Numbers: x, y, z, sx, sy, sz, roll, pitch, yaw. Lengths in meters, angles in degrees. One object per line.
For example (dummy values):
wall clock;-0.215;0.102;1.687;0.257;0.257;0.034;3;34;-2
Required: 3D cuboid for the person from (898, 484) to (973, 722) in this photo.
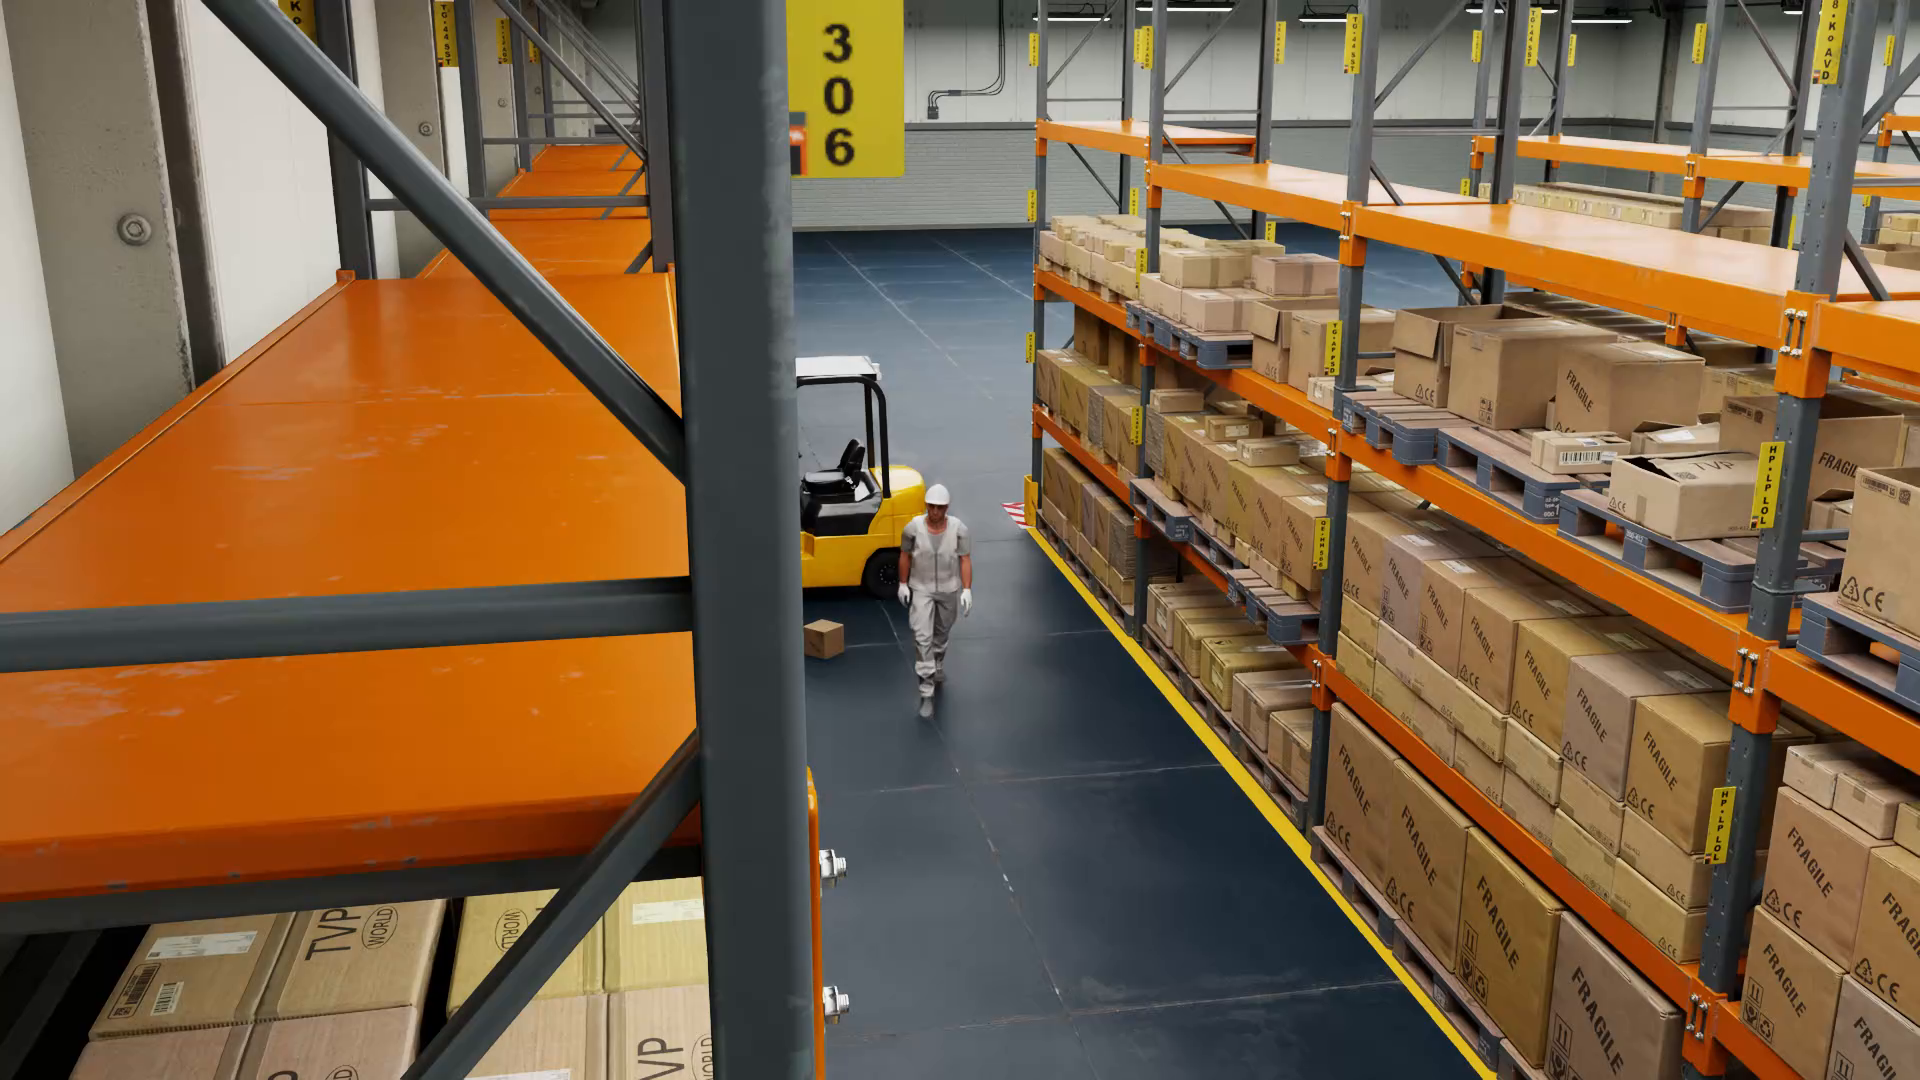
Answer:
person;-0.192;0.416;13.069;0.563;1.777;0.933;-3;16;-9
